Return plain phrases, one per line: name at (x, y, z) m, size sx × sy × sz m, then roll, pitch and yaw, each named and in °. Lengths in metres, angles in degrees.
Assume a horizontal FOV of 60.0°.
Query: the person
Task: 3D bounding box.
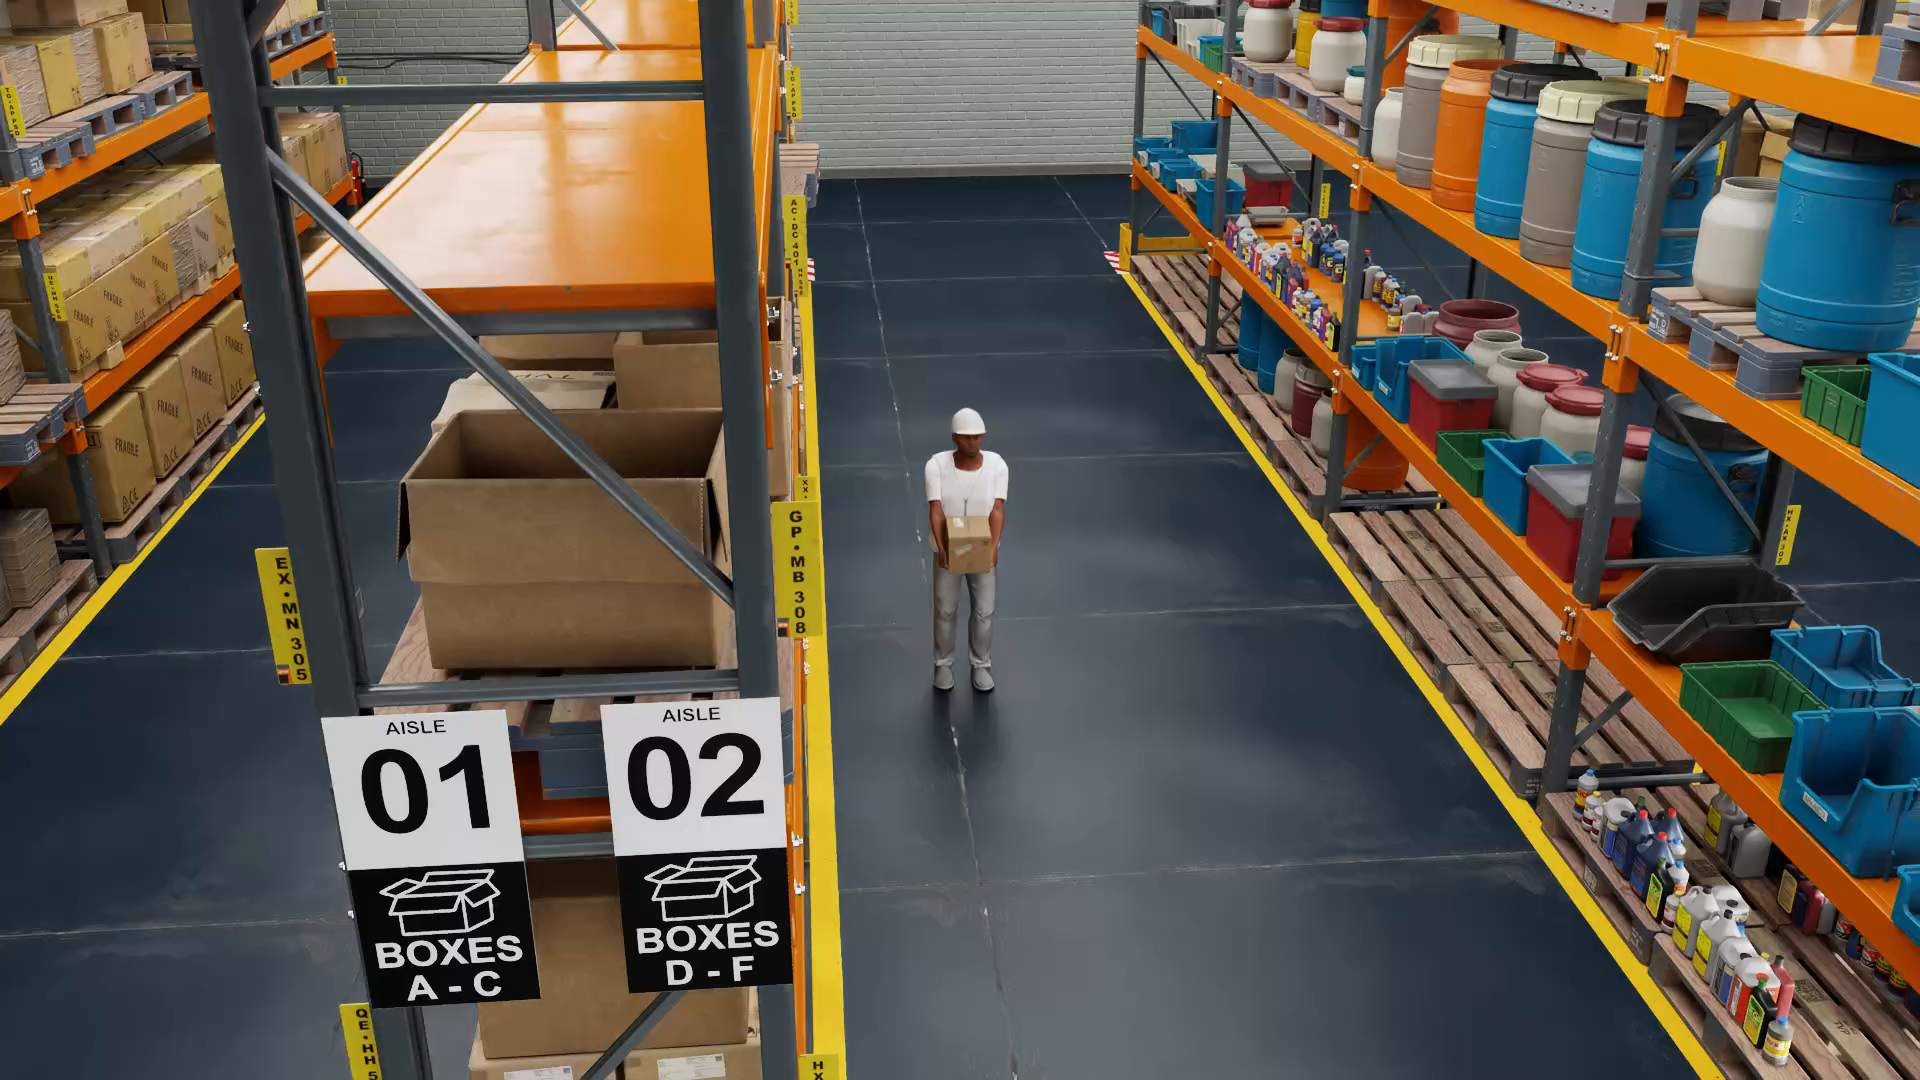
person at (0.049, 0.092, 10.091) m, size 0.504 × 1.760 × 0.575 m, roll -2°, pitch 24°, yaw -4°
